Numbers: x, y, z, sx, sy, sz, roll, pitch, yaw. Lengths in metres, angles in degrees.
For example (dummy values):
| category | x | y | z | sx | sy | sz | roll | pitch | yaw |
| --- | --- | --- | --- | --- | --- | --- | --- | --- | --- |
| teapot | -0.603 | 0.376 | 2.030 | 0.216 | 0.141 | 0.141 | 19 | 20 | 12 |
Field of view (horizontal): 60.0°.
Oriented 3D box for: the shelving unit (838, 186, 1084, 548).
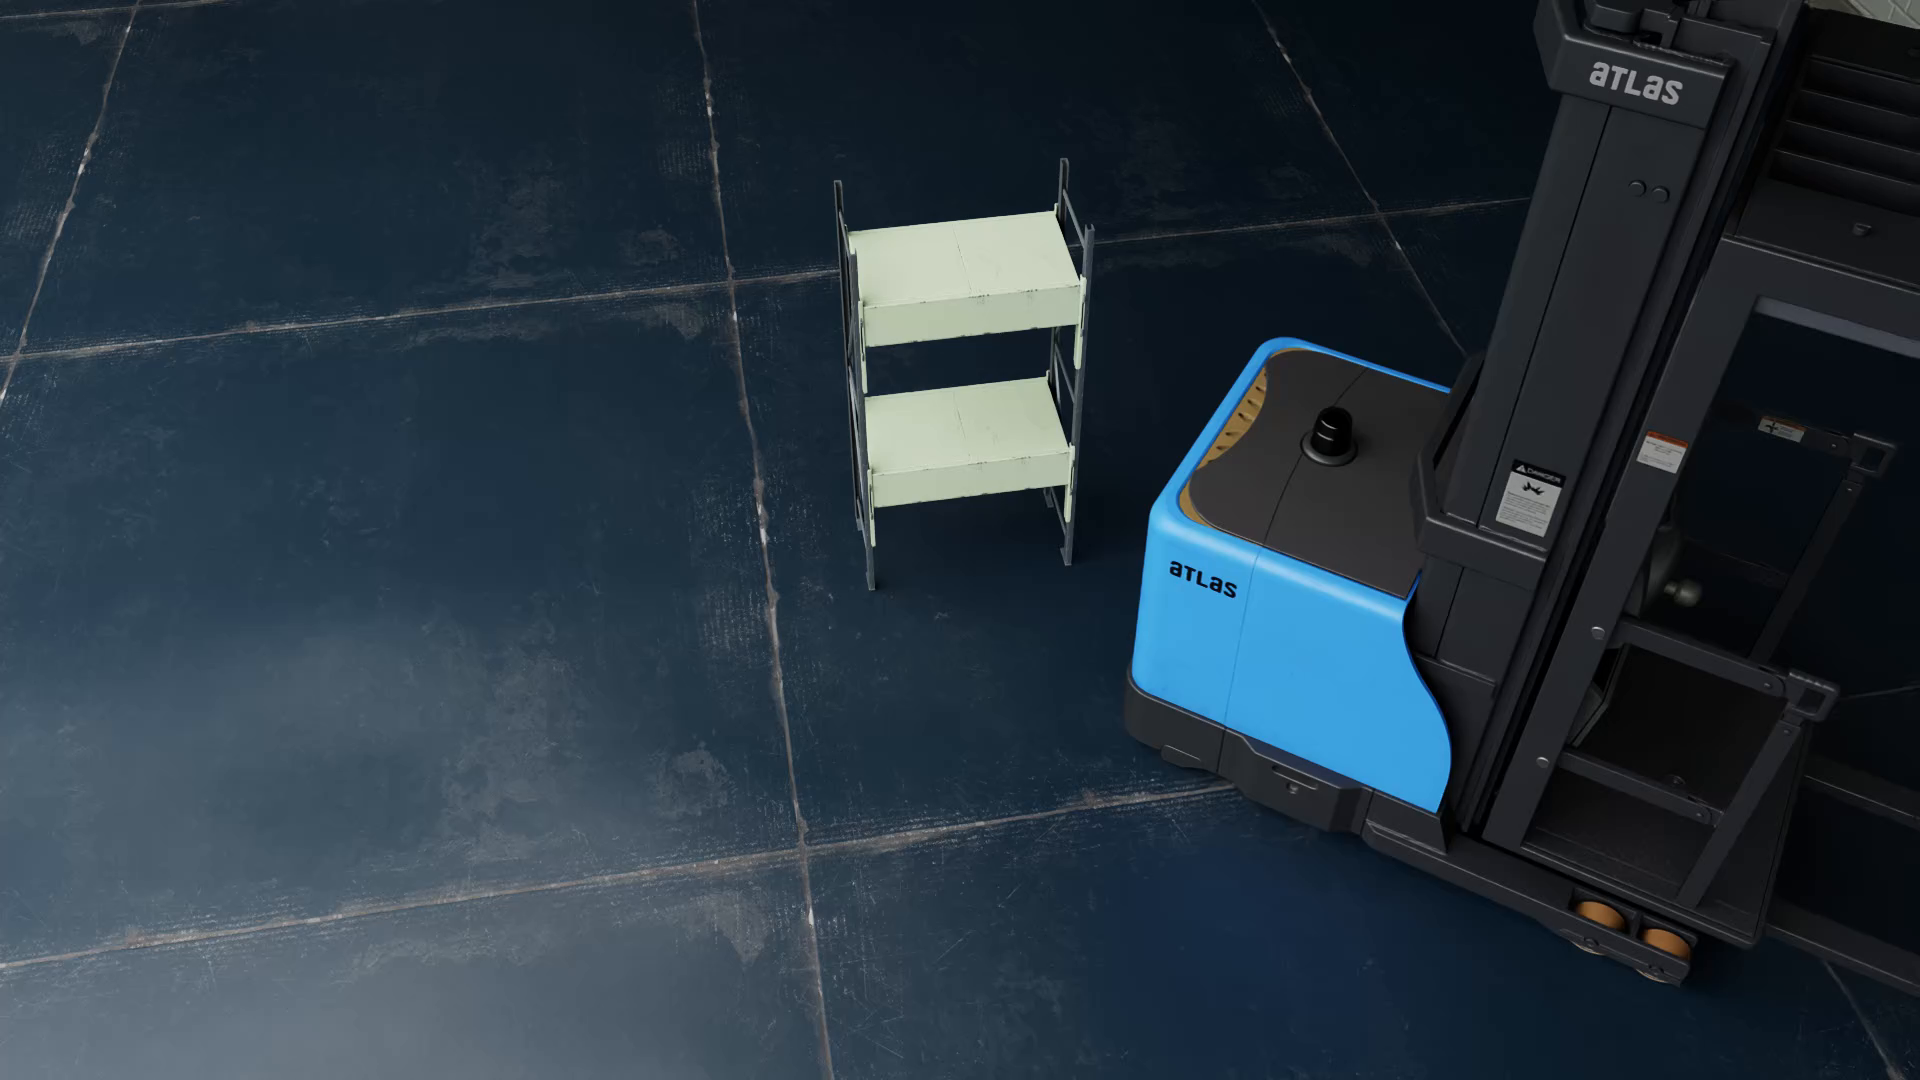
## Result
| category | x | y | z | sx | sy | sz | roll | pitch | yaw |
| --- | --- | --- | --- | --- | --- | --- | --- | --- | --- |
| shelving unit | 0.006 | -0.522 | 5.712 | 0.742 | 1.308 | 0.380 | -7 | 46 | -7 |

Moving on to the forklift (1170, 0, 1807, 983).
| category | x | y | z | sx | sy | sz | roll | pitch | yaw |
| --- | --- | --- | --- | --- | --- | --- | --- | --- | --- |
| forklift | 2.078 | -0.132 | 4.342 | 3.031 | 2.935 | 1.109 | 22 | 50 | 20 |

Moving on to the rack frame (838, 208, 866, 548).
| category | x | y | z | sx | sy | sz | roll | pitch | yaw |
| --- | --- | --- | --- | --- | --- | --- | --- | --- | --- |
| rack frame | -0.354 | -0.477 | 5.668 | 0.010 | 1.308 | 0.380 | -7 | 46 | -7 |

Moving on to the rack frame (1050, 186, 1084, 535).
| category | x | y | z | sx | sy | sz | roll | pitch | yaw |
| --- | --- | --- | --- | --- | --- | --- | --- | --- | --- |
| rack frame | 0.367 | -0.567 | 5.755 | 0.010 | 1.308 | 0.380 | -7 | 46 | -7 |

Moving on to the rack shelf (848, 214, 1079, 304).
| category | x | y | z | sx | sy | sz | roll | pitch | yaw |
| --- | --- | --- | --- | --- | --- | --- | --- | --- | --- |
| rack shelf | 0.007 | -0.885 | 5.334 | 0.686 | 0.052 | 0.368 | -7 | 46 | -7 |
